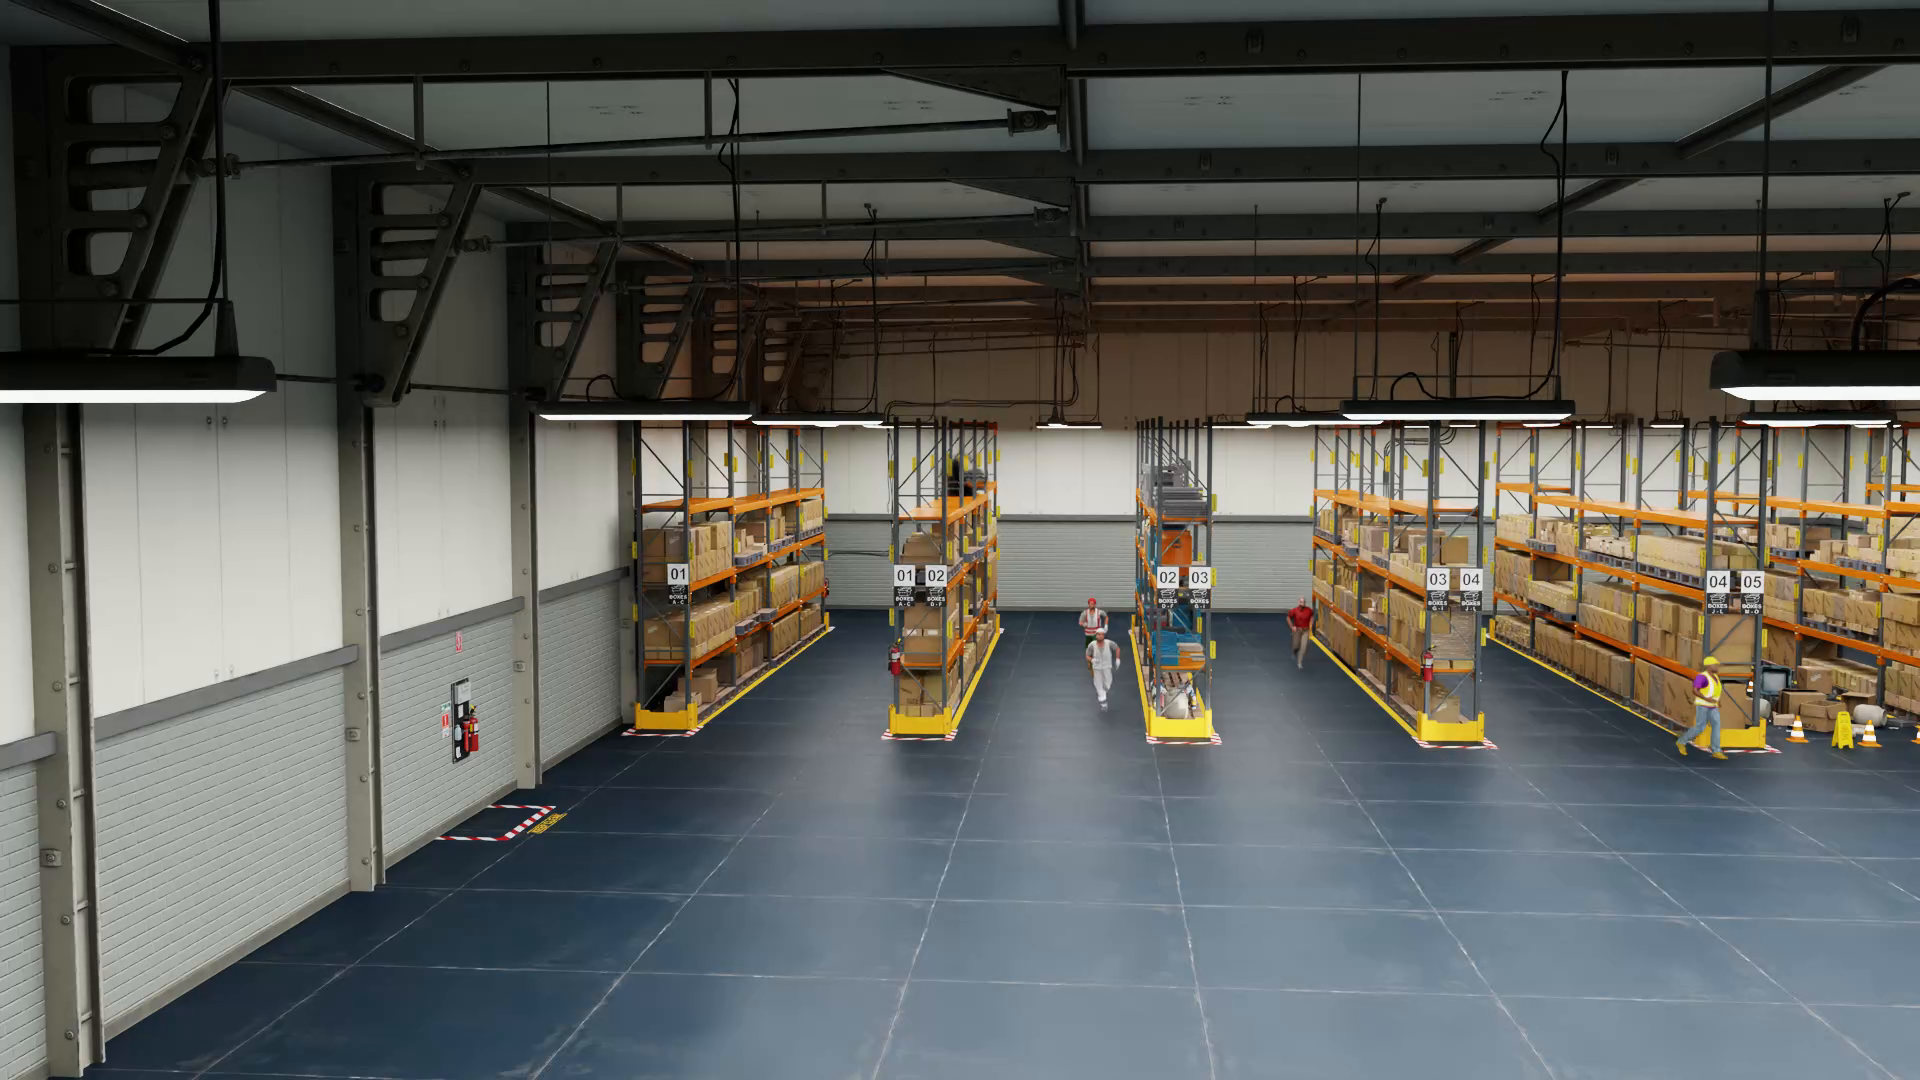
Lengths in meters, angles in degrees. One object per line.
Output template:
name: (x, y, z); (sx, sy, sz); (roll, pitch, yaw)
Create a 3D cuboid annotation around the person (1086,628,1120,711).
person: (2.911, 2.649, 33.827); (0.709, 1.728, 0.643); (0, 4, 3)

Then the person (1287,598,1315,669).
person: (8.294, 2.248, 40.504); (0.670, 1.707, 0.765); (0, 4, -1)

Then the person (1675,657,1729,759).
person: (13.123, 2.920, 29.221); (0.918, 1.749, 0.773); (4, 5, 44)

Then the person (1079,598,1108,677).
person: (3.149, 2.263, 39.240); (0.675, 1.817, 0.973); (1, 4, 14)
